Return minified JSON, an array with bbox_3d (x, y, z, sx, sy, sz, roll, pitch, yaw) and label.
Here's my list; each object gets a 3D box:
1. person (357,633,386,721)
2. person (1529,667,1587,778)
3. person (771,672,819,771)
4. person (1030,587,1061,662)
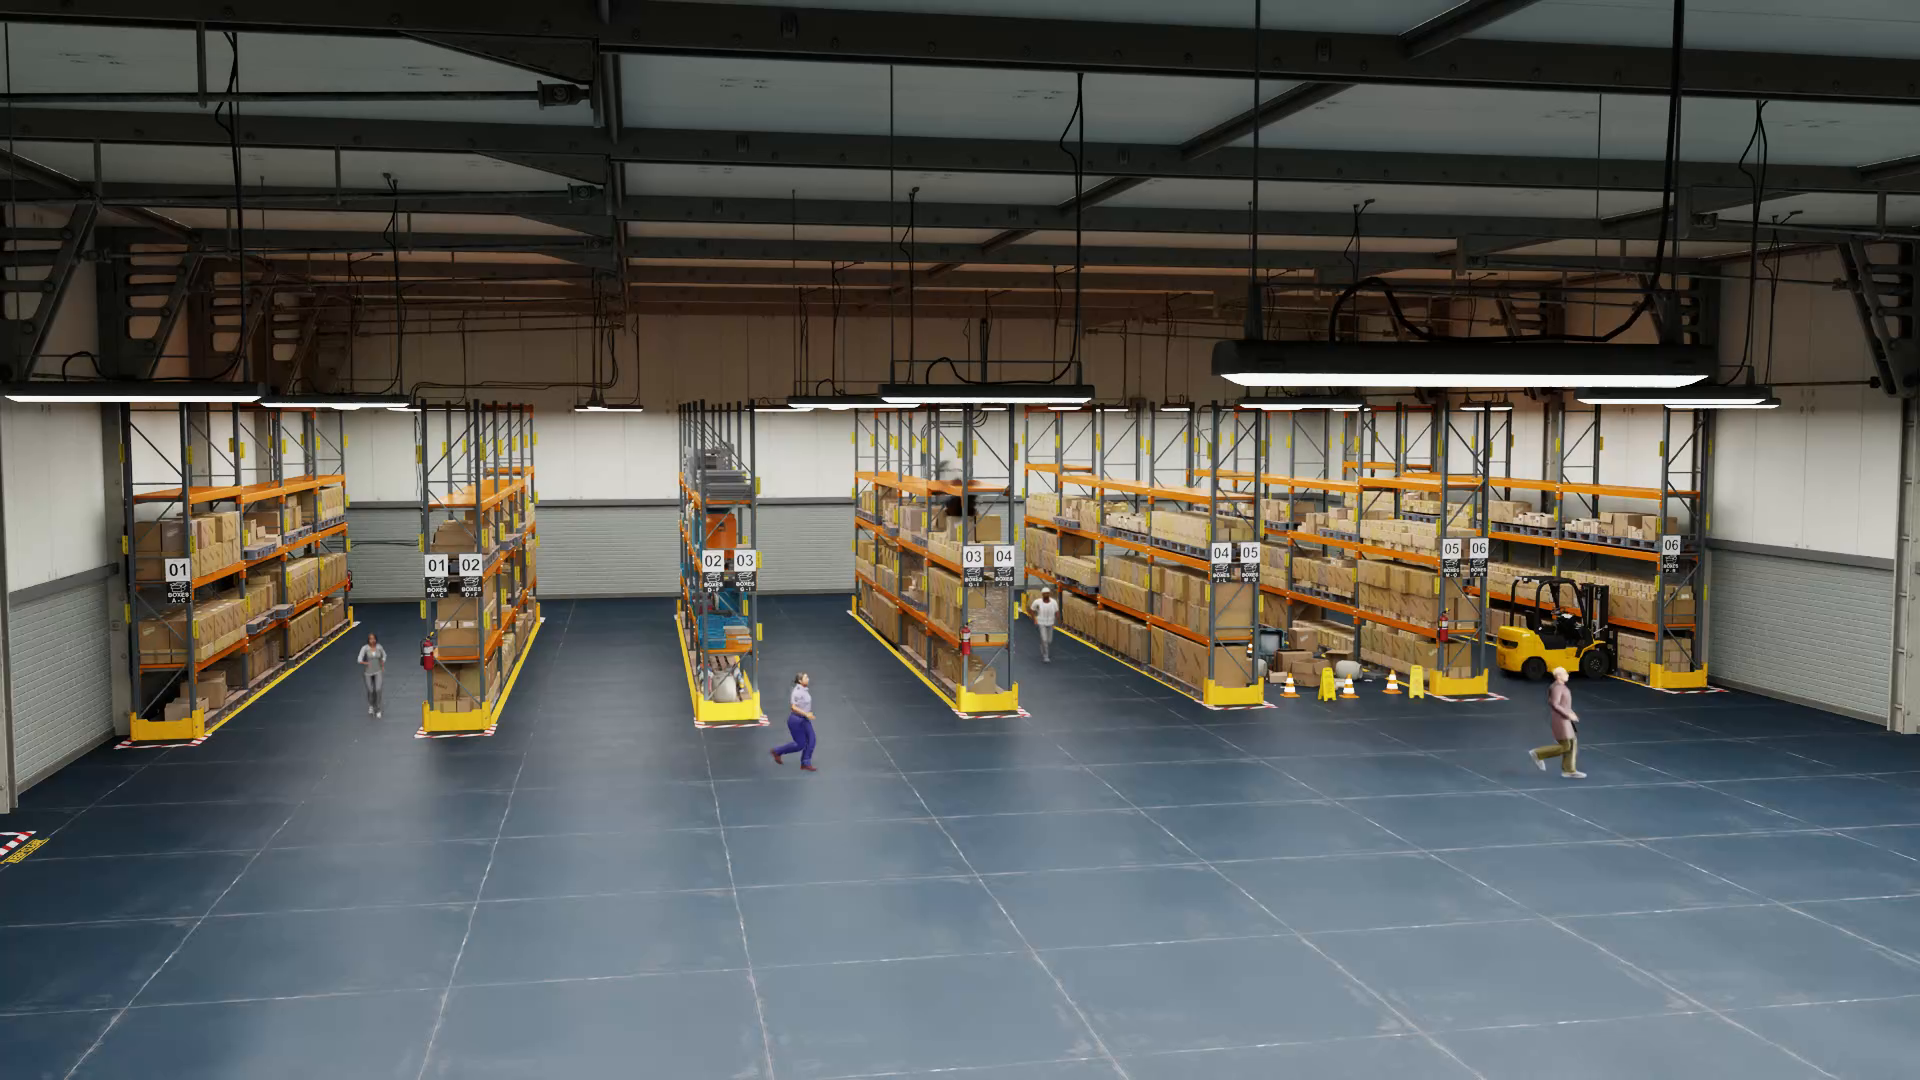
[{"bbox_3d":[-11.089,2.559,31.375,0.528,1.635,0.746,-2,5,-22],"label":"person"},{"bbox_3d":[9.433,2.868,26.188,0.865,1.745,0.726,2,5,20],"label":"person"},{"bbox_3d":[-2.649,2.920,26.699,0.754,1.599,0.597,0,4,5],"label":"person"},{"bbox_3d":[1.961,1.945,38.738,0.683,1.726,0.770,-1,4,-15],"label":"person"}]
